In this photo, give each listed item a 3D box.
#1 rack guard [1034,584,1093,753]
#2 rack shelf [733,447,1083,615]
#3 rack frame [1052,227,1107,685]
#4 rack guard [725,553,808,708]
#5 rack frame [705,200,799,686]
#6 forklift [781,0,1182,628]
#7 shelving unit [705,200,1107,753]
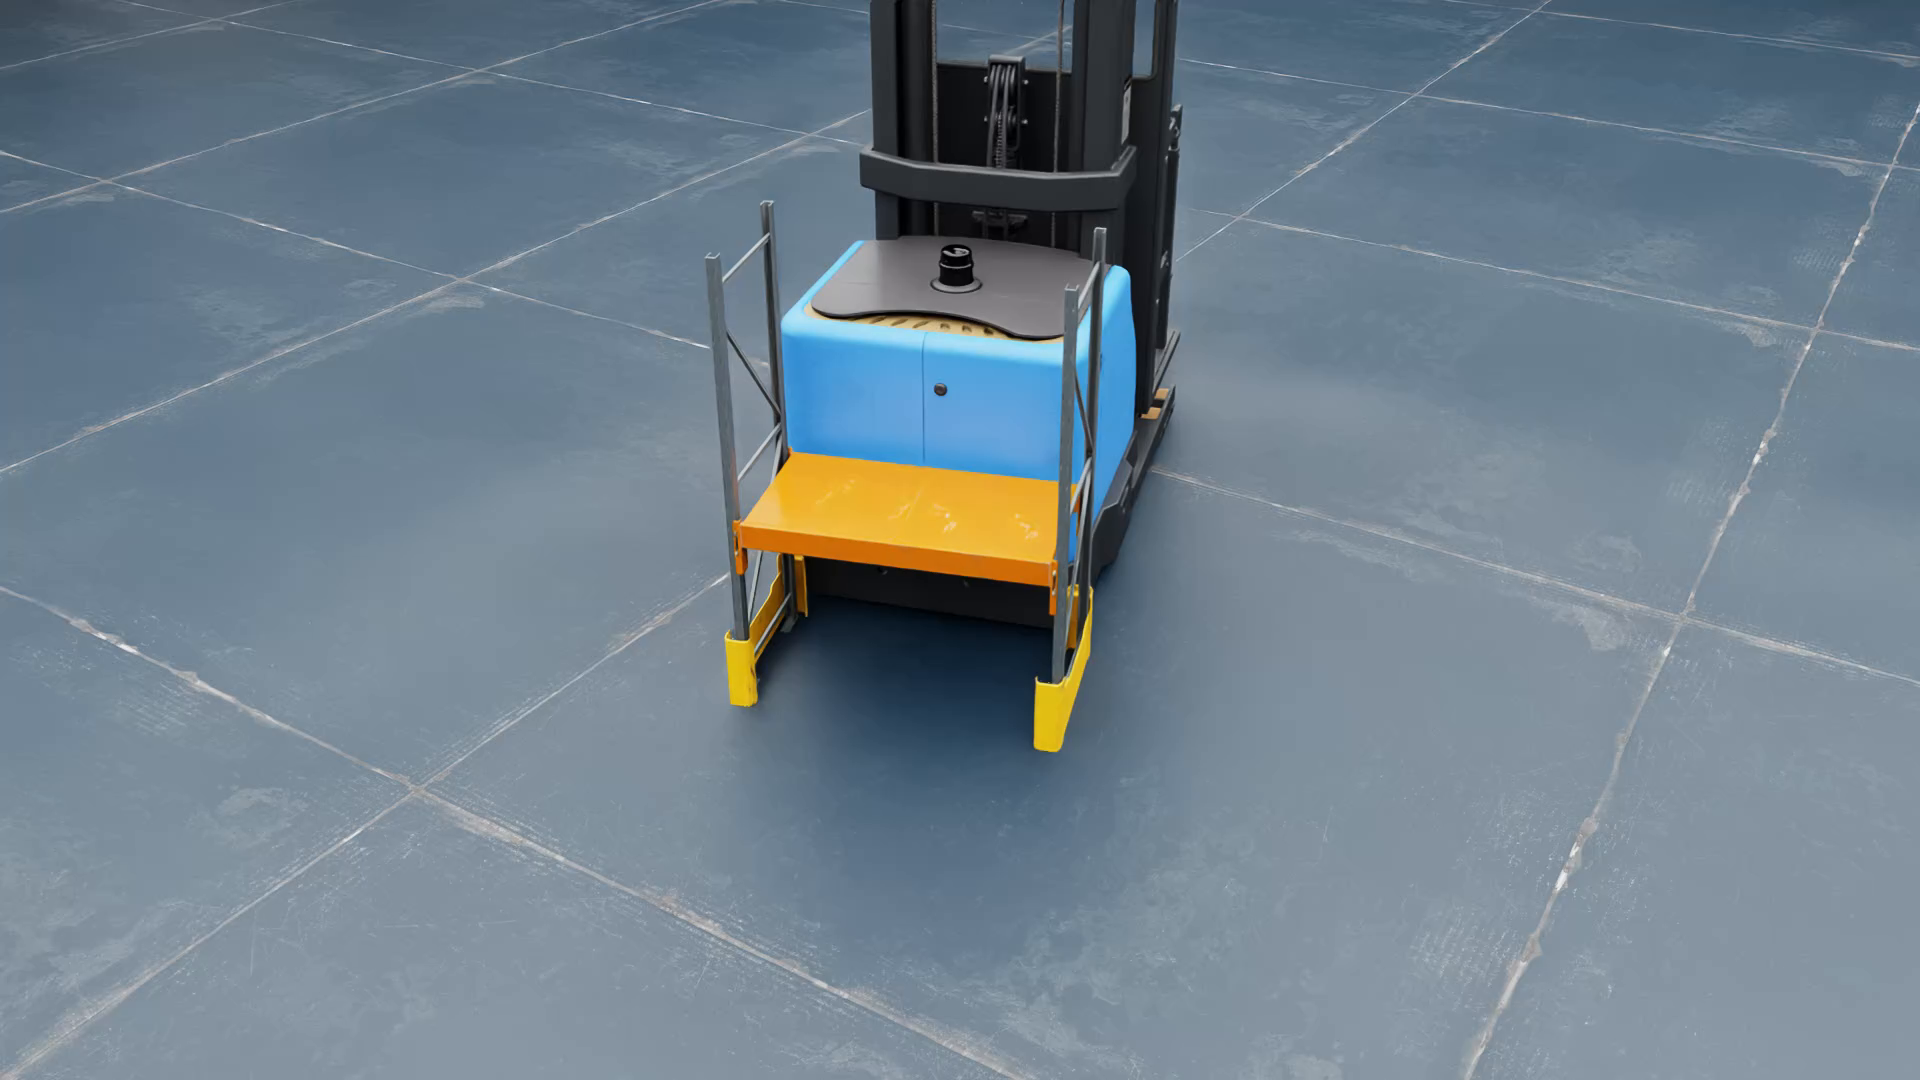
[{"bbox_3d":[0.333,0.401,5.314,0.087,0.250,0.587,7,31,12],"label":"rack guard"},{"bbox_3d":[-0.142,-0.041,5.190,1.000,0.185,0.538,7,31,12],"label":"rack shelf"},{"bbox_3d":[0.352,-0.136,4.996,0.032,1.500,0.500,7,31,12],"label":"rack frame"},{"bbox_3d":[-0.635,0.283,5.517,0.087,0.250,0.587,7,31,12],"label":"rack guard"},{"bbox_3d":[-0.636,-0.257,5.202,0.032,1.500,0.500,7,31,12],"label":"rack frame"},{"bbox_3d":[0.289,-1.699,6.253,1.130,2.935,3.031,8,31,13],"label":"forklift"},{"bbox_3d":[-0.151,-0.198,5.101,1.083,1.500,0.587,7,31,12],"label":"shelving unit"}]
